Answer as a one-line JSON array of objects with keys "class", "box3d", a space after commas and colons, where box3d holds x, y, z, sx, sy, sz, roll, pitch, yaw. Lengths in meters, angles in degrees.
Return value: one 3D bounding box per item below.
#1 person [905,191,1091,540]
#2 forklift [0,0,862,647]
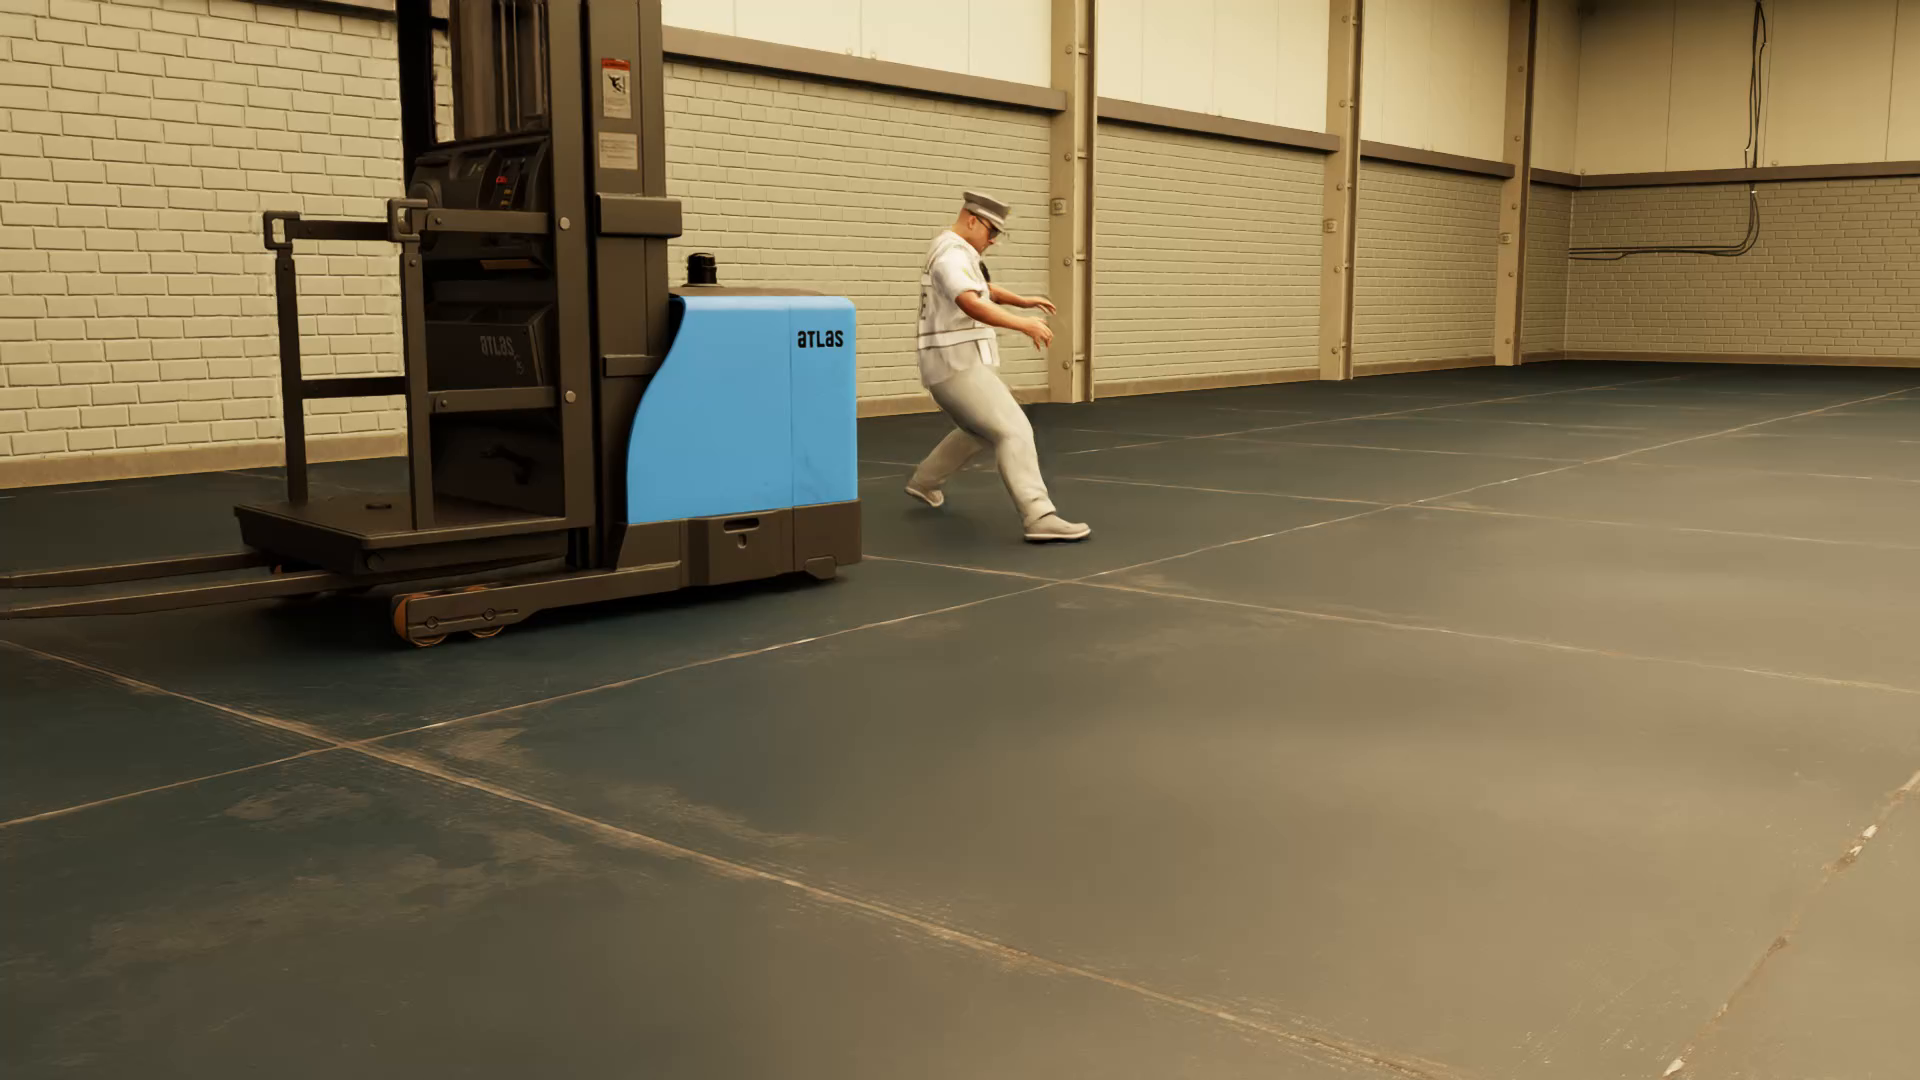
[{"class": "person", "box3d": [0.153, -0.846, 7.827, 0.838, 1.546, 1.320, 0, 8, -2]}, {"class": "forklift", "box3d": [-1.799, -1.204, 5.512, 3.031, 2.935, 1.130, -8, 11, -42]}]
